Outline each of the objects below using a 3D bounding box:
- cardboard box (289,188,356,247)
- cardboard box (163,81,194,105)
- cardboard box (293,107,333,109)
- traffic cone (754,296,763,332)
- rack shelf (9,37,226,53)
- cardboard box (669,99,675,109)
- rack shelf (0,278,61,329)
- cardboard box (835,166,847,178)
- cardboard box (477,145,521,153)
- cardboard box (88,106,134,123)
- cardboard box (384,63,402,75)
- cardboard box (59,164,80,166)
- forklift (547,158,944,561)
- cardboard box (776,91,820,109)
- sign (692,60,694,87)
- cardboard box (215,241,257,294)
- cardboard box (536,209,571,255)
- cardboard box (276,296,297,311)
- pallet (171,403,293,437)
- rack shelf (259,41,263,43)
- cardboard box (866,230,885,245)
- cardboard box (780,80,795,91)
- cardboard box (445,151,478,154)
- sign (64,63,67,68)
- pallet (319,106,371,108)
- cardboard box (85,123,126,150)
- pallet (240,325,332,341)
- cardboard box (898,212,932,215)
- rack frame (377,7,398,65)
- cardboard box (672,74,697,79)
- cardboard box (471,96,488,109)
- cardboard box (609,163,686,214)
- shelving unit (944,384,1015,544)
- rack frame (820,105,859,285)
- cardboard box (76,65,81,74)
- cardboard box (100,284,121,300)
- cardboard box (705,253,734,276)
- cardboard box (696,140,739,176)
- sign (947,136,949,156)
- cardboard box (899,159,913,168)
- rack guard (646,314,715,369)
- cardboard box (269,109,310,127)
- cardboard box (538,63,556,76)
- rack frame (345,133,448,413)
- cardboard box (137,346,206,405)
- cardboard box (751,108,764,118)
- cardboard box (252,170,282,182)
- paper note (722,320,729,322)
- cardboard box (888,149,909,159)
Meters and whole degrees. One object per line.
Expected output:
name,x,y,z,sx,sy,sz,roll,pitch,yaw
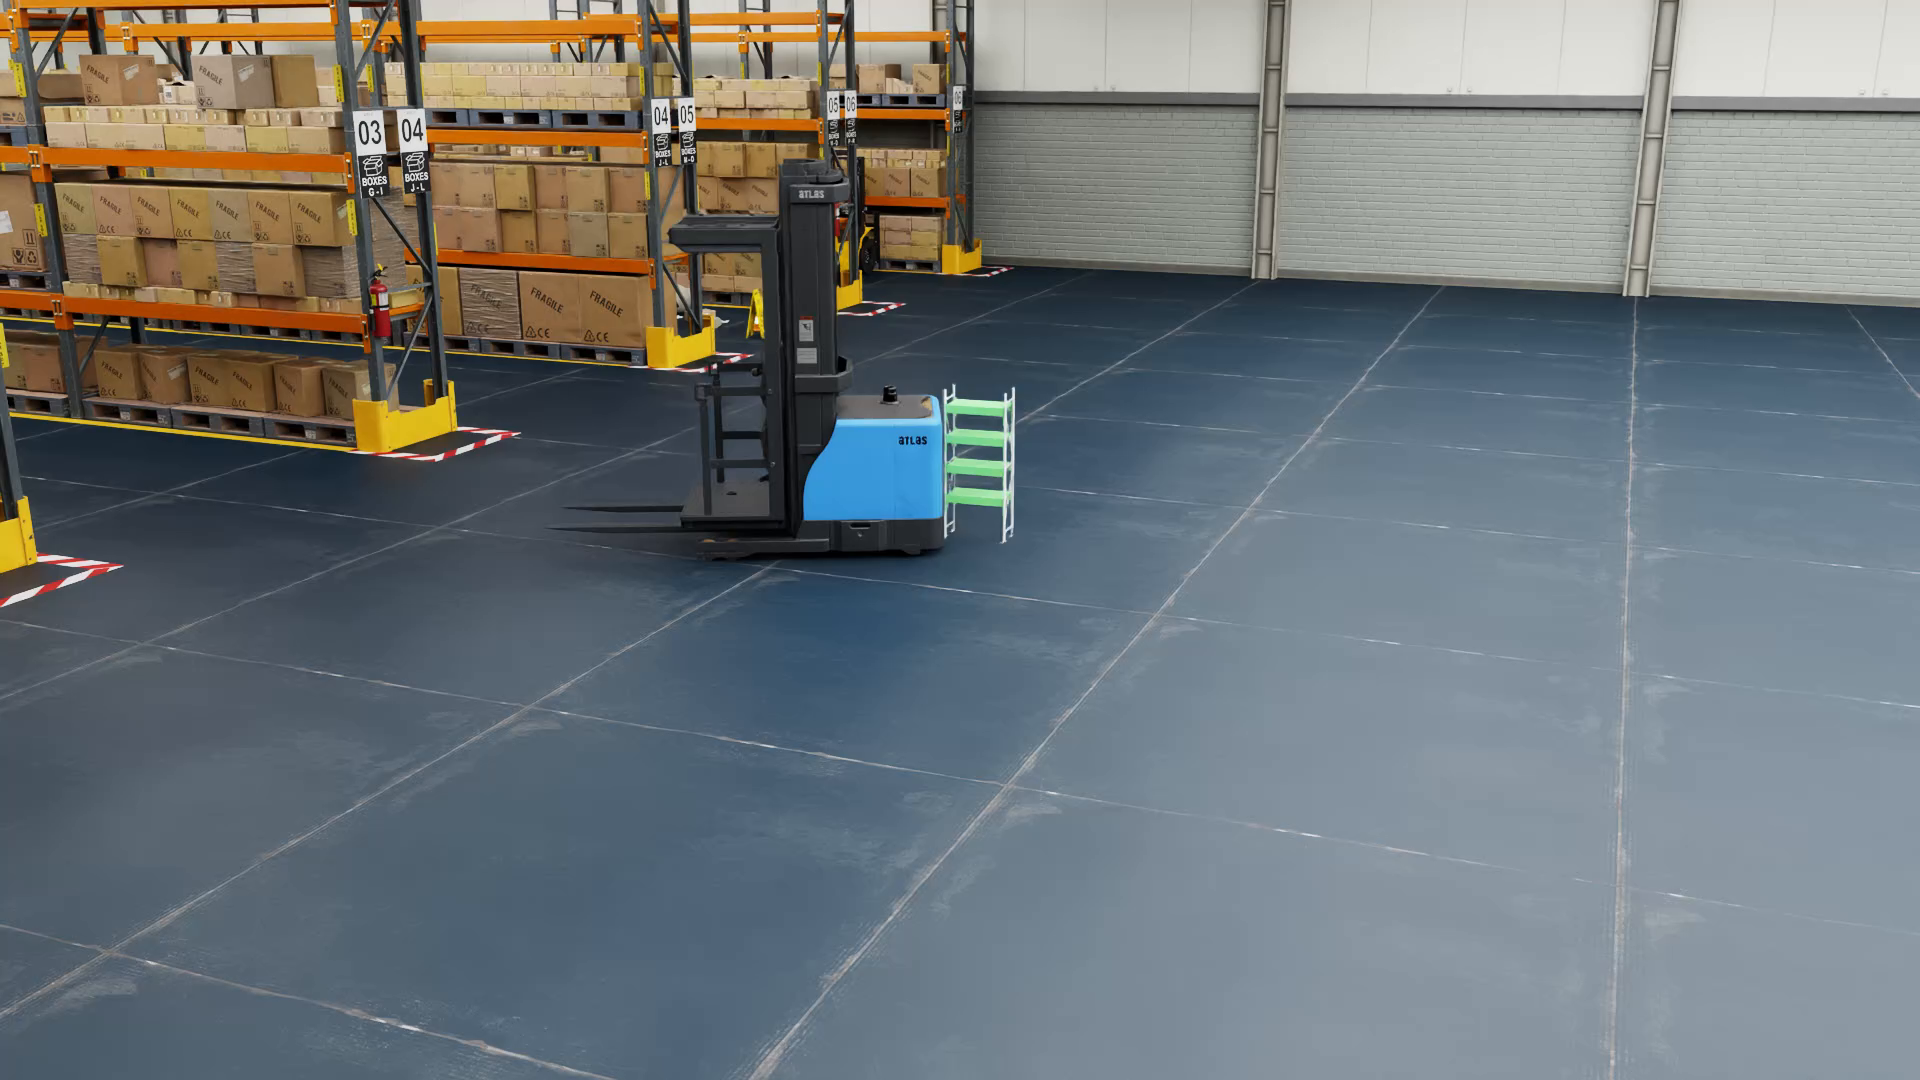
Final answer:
cardboard box,-6.045,-3.100,15.967,0.500,0.500,0.500,6,17,21
cardboard box,-10.378,-6.048,22.473,0.500,0.311,0.500,6,17,21
cardboard box,-6.327,-4.177,16.356,0.250,0.149,0.380,7,18,23
traffic cone,-2.771,-3.176,23.283,0.334,0.463,0.336,6,17,21
rack shelf,-14.830,-8.783,29.295,4.000,0.370,1.077,6,17,21
cardboard box,-3.730,-5.401,20.536,0.250,0.149,0.380,6,17,21
rack shelf,-11.024,-2.706,18.403,4.000,0.370,1.077,6,17,21
cardboard box,-1.971,-6.482,29.941,0.500,0.500,0.500,6,17,21
cardboard box,-9.017,-7.484,32.634,0.637,0.503,0.797,6,17,19
cardboard box,-8.456,-4.250,16.608,0.250,0.149,0.380,6,17,21
cardboard box,-7.036,-5.950,20.995,0.250,0.149,0.380,6,17,21
cardboard box,-15.865,-6.998,29.927,0.500,0.500,0.500,6,17,19
forklift,-1.655,-1.396,12.727,3.031,2.935,1.130,-1,16,-2
cardboard box,-2.381,-6.501,24.543,0.500,0.250,0.500,6,17,20
sign,-3.319,-5.755,20.527,0.005,0.325,0.100,6,17,21
cardboard box,-6.903,-2.774,16.636,0.500,0.500,0.875,6,17,21
cardboard box,-4.885,-3.952,21.138,0.550,0.550,0.875,6,17,21
cardboard box,-6.494,-2.360,16.373,0.250,0.149,0.380,6,17,21
pallet,-7.387,-1.323,17.354,1.213,0.211,1.003,6,17,21
rack shelf,-13.012,-10.261,33.675,4.000,0.370,1.077,6,17,21
cardboard box,-1.507,-5.487,29.975,0.500,0.250,0.500,6,17,19
cardboard box,-2.455,-6.705,24.528,0.250,0.149,0.380,7,17,22
cardboard box,-8.239,-6.194,27.663,0.500,0.500,0.500,6,17,20
sign,-16.478,-8.611,30.629,0.005,0.325,0.100,6,17,21
pallet,-9.867,-7.228,27.649,1.003,0.211,1.213,7,18,23
cardboard box,-8.345,-4.050,16.632,0.500,0.250,0.500,6,17,20
pallet,-9.134,-2.967,23.016,1.213,0.211,1.003,6,17,21
cardboard box,-0.832,-5.805,30.175,0.500,0.250,0.500,6,17,21
rack frame,-11.152,-10.404,32.870,0.127,3.000,1.000,6,17,21
cardboard box,-5.186,-8.441,30.717,0.500,0.311,0.500,6,17,19
cardboard box,-5.850,-5.437,20.659,0.250,0.149,0.380,6,17,21
cardboard box,-3.860,-4.352,20.578,0.550,0.550,0.875,6,17,21
shelving unit,0.150,-0.602,13.095,0.503,1.200,0.258,5,17,17
rack frame,-1.806,-5.007,25.042,0.127,3.000,1.000,6,17,21
cardboard box,-11.925,-6.410,22.942,0.258,0.266,0.396,6,17,21
cardboard box,-8.603,-2.578,17.126,0.250,0.149,0.380,6,17,21
cardboard box,-3.601,-4.369,25.677,0.500,0.500,0.500,6,17,19
cardboard box,-3.755,-5.840,25.405,0.500,0.500,0.700,6,17,20
sign,-0.201,-6.826,28.804,0.005,0.325,0.100,6,17,21
cardboard box,-0.882,-6.678,29.455,0.250,0.149,0.380,7,17,22
rack guard,-3.506,-2.510,20.924,0.348,0.500,1.175,6,17,21
cardboard box,-6.309,-4.001,15.750,0.250,0.149,0.380,5,17,18
cardboard box,-4.910,-5.716,20.192,0.250,0.149,0.380,6,17,21
rack frame,-5.443,-2.437,16.189,0.127,3.000,1.000,6,17,21
cardboard box,-8.271,-1.740,17.517,0.500,0.500,0.500,13,21,38
cardboard box,-2.930,-6.387,24.866,0.250,0.149,0.380,6,17,21
cardboard box,-9.132,-4.856,22.547,0.500,0.500,0.700,6,17,20
paper note,-3.416,-3.162,24.011,0.142,0.019,0.148,0,16,1
cardboard box,-1.098,-6.861,29.551,0.250,0.149,0.380,6,17,21
